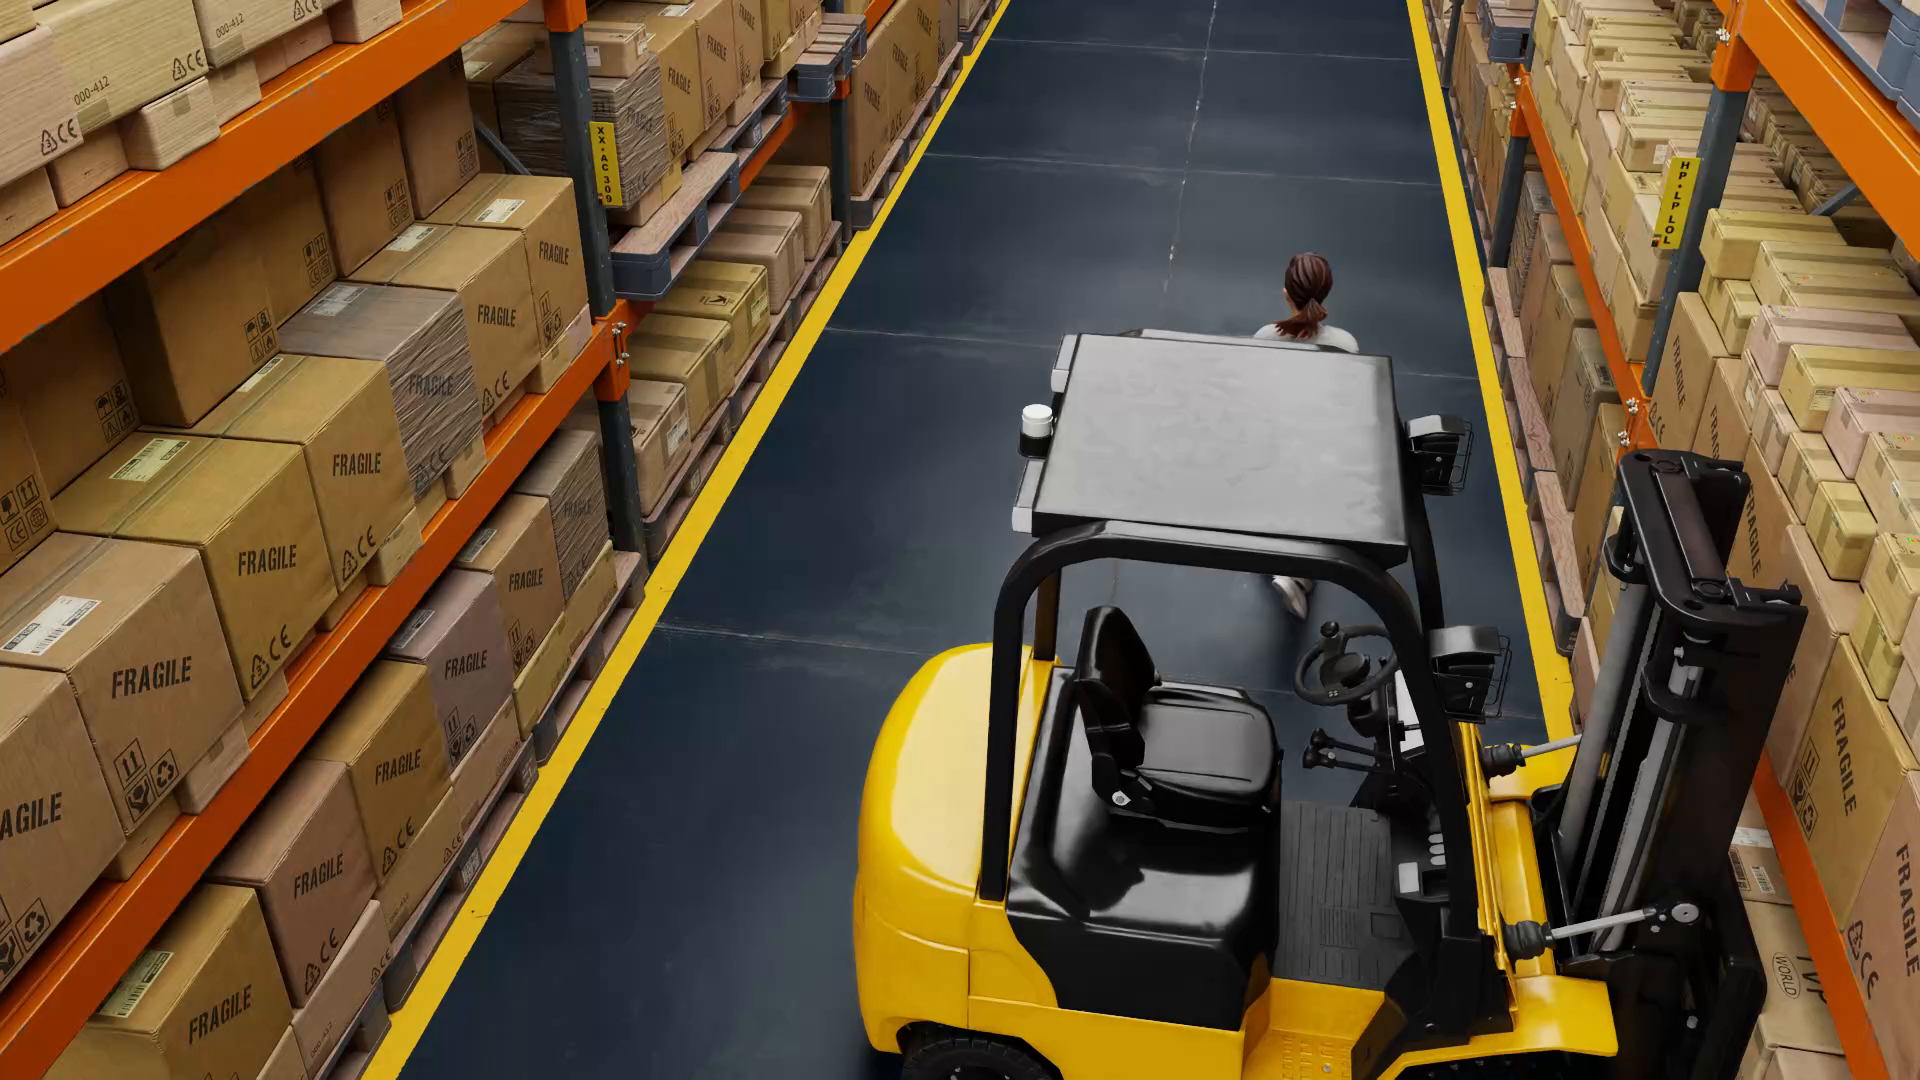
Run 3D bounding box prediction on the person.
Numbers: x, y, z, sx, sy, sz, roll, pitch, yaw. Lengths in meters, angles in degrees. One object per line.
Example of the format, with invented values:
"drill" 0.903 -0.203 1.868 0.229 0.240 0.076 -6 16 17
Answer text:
"person" 1.433 -0.429 6.803 0.515 1.654 0.684 14 35 21
